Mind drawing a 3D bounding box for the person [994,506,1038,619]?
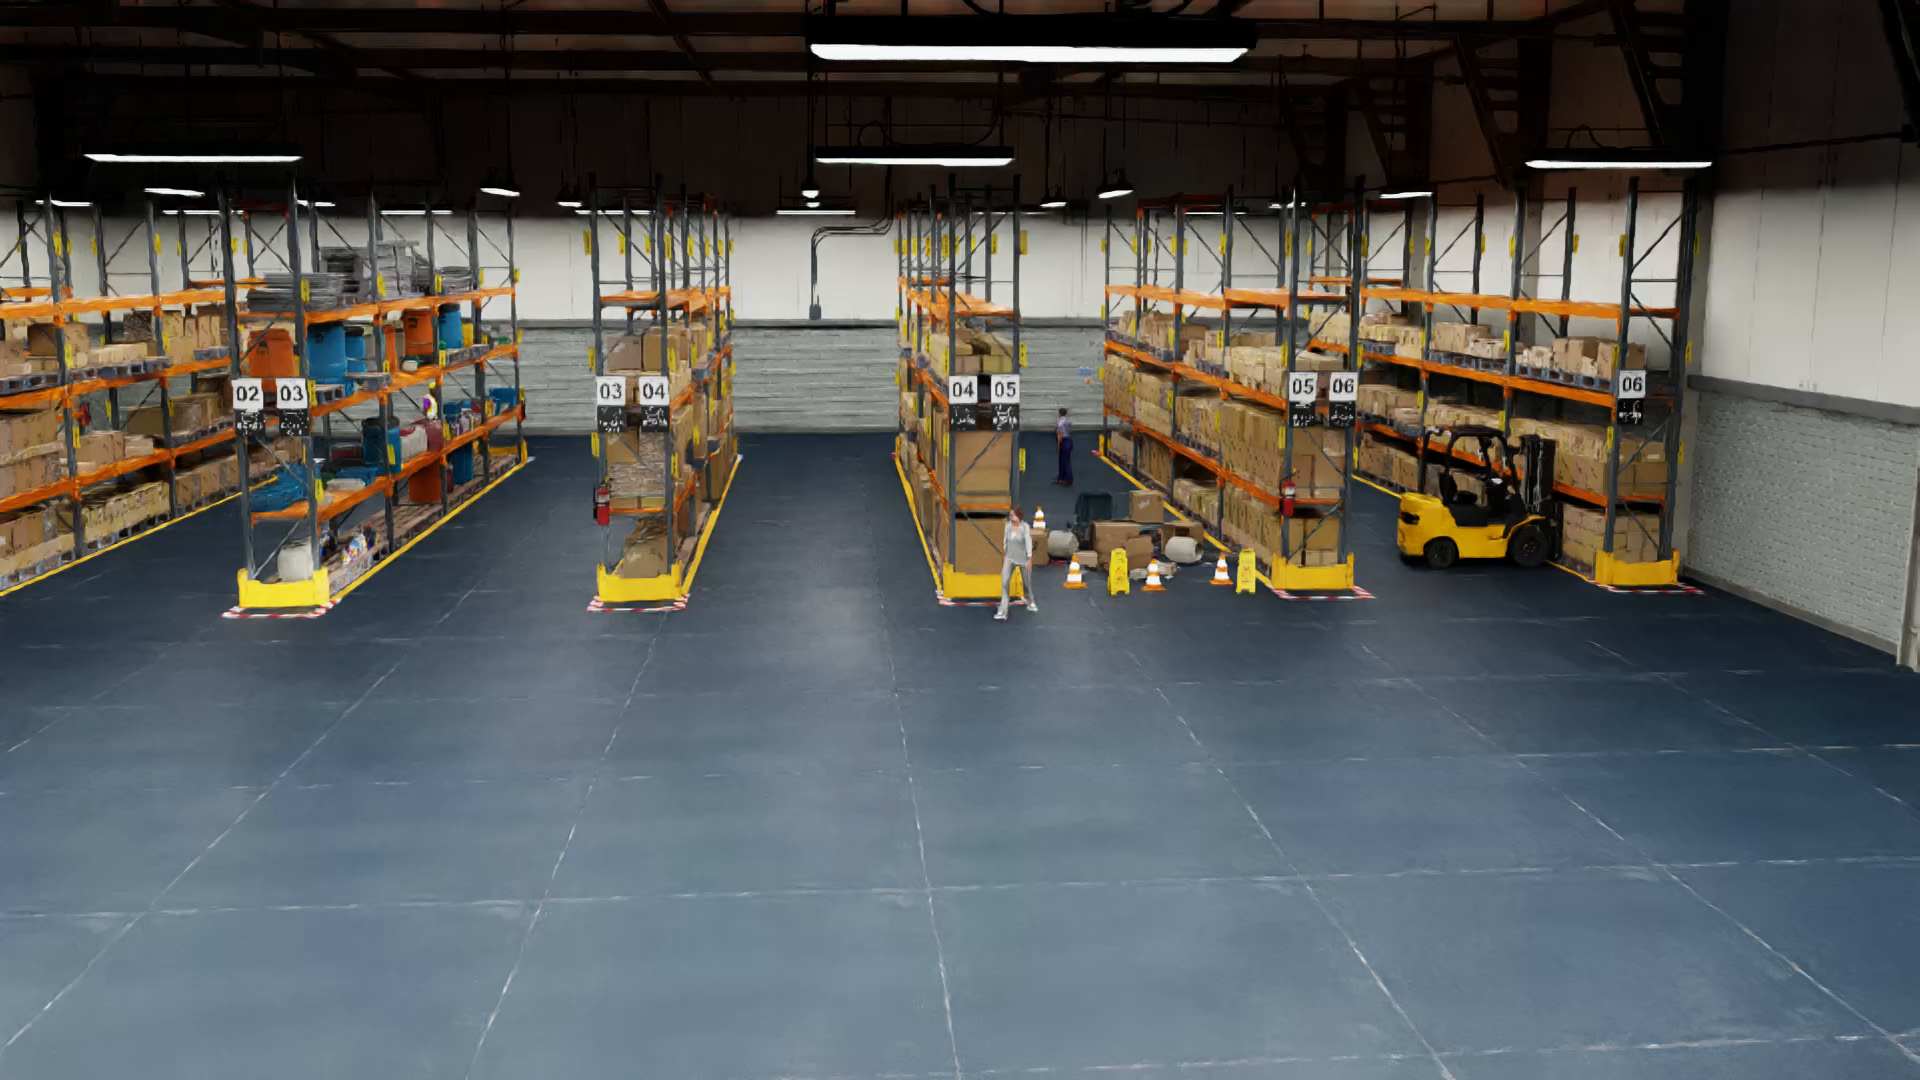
[{"bbox_3d":[0.781,0.280,22.666,0.457,1.543,0.884,4,11,19],"label":"person"}]

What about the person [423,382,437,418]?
[{"bbox_3d":[-12.647,-2.930,40.152,0.533,1.759,0.732,6,12,31],"label":"person"}]

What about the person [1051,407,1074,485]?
[{"bbox_3d":[2.171,-2.010,35.287,0.567,1.641,0.611,3,11,18],"label":"person"}]

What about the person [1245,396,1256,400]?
[{"bbox_3d":[7.799,-3.728,44.953,0.491,1.655,0.576,-8,13,-39],"label":"person"}]
